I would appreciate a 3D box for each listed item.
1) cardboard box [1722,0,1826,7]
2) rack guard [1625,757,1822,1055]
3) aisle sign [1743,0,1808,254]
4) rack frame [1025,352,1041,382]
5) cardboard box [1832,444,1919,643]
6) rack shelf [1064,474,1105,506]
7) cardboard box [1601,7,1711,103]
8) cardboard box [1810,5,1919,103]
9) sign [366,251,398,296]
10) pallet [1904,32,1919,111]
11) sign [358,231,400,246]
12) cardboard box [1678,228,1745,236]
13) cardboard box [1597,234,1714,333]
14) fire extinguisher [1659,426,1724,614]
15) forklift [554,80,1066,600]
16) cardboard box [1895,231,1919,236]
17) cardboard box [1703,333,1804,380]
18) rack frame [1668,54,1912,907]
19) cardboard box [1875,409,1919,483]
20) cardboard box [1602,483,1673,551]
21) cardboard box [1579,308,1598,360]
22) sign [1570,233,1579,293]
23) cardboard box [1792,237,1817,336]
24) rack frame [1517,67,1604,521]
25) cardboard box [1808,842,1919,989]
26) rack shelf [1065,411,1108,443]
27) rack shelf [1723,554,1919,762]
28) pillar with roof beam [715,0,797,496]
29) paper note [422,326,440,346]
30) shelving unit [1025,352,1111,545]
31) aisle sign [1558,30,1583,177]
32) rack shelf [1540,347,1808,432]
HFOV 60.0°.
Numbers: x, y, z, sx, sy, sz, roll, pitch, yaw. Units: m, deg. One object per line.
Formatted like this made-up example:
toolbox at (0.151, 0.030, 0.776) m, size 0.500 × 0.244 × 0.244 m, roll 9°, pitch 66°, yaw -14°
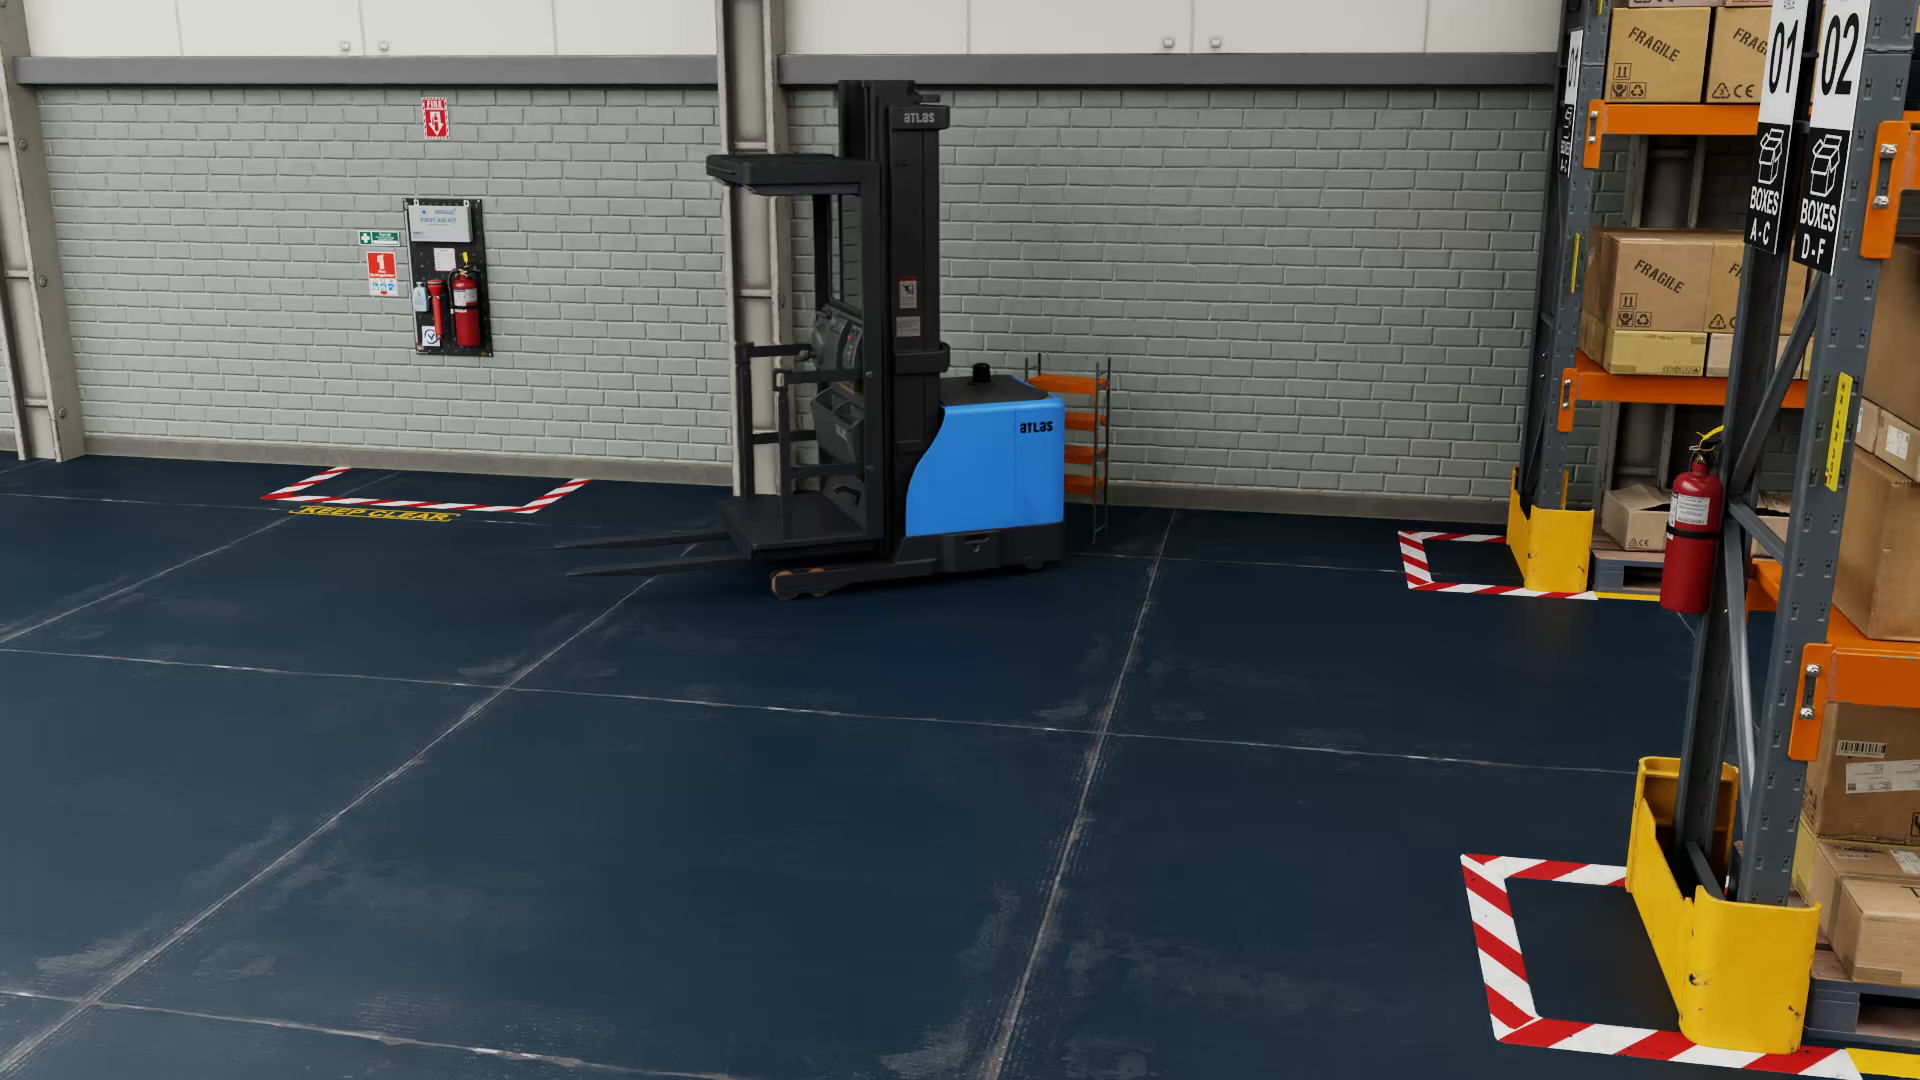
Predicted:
cardboard box at (4.396, -3.153, 9.038) m, size 0.500 × 0.500 × 0.500 m, roll 3°, pitch 16°, yaw 10°
rack guard at (2.579, 1.208, 5.695) m, size 0.348 × 0.500 × 1.175 m, roll 3°, pitch 16°, yaw 11°
aisle sign at (2.596, -1.329, 5.300) m, size 0.004 × 0.787 × 0.394 m, roll 3°, pitch 16°, yaw 11°
rack frame at (0.478, -0.629, 11.016) m, size 0.015 × 1.200 × 0.240 m, roll 7°, pitch 17°, yaw 24°
cardboard box at (3.057, -0.016, 5.242) m, size 0.500 × 0.500 × 0.700 m, roll 3°, pitch 16°, yaw 11°
rack shelf at (0.700, -0.345, 10.987) m, size 0.480 × 0.148 × 0.258 m, roll 7°, pitch 17°, yaw 24°
cardboard box at (3.864, -2.712, 9.319) m, size 0.500 × 0.500 × 0.500 m, roll 4°, pitch 16°, yaw 13°
cardboard box at (4.892, -2.647, 9.086) m, size 0.500 × 0.500 × 0.500 m, roll 4°, pitch 16°, yaw 14°
sign at (-4.371, -2.015, 12.580) m, size 0.234 × 0.329 × 0.001 m, roll 3°, pitch 16°, yaw 11°
pallet at (3.290, -1.354, 4.808) m, size 1.213 × 0.211 × 1.003 m, roll 3°, pitch 16°, yaw 11°
sign at (-4.368, -2.268, 12.500) m, size 0.331 × 0.109 × 0.001 m, roll 3°, pitch 16°, yaw 11°
cardboard box at (4.581, -1.592, 9.957) m, size 0.500 × 0.500 × 0.500 m, roll 3°, pitch 16°, yaw 12°
cardboard box at (3.994, -1.486, 9.577) m, size 0.500 × 0.500 × 0.500 m, roll 3°, pitch 16°, yaw 11°
fire extinguisher at (2.579, -0.086, 5.829) m, size 0.183 × 0.674 × 0.296 m, roll 3°, pitch 16°, yaw 11°
forklift at (-0.919, -1.220, 9.907) m, size 3.031 × 2.935 × 1.130 m, roll -5°, pitch 16°, yaw -19°
cardboard box at (5.582, -1.538, 9.765) m, size 0.500 × 0.500 × 0.500 m, roll 3°, pitch 16°, yaw 12°
cardboard box at (4.512, -1.096, 9.573) m, size 0.500 × 0.250 × 0.500 m, roll 3°, pitch 16°, yaw 9°
rack frame at (2.602, 0.004, 5.357) m, size 0.127 × 3.000 × 1.000 m, roll 3°, pitch 16°, yaw 11°
cardboard box at (2.944, -0.279, 4.978) m, size 0.250 × 0.149 × 0.380 m, roll 3°, pitch 16°, yaw 11°
cardboard box at (4.246, -0.147, 10.118) m, size 0.500 × 0.311 × 0.500 m, roll 1°, pitch 16°, yaw 5°
cardboard box at (4.082, -1.255, 10.146) m, size 0.500 × 0.250 × 0.500 m, roll 3°, pitch 16°, yaw 12°
sign at (3.478, -1.567, 9.408) m, size 0.005 × 0.325 × 0.100 m, roll 3°, pitch 16°, yaw 11°
cardboard box at (4.981, -1.428, 9.368) m, size 0.500 × 0.500 × 0.500 m, roll 3°, pitch 16°, yaw 9°
rack frame at (3.586, -1.292, 10.036) m, size 0.127 × 3.000 × 1.000 m, roll 3°, pitch 16°, yaw 11°
cardboard box at (3.083, 1.214, 5.355) m, size 0.500 × 0.250 × 0.500 m, roll 3°, pitch 16°, yaw 11°
rack shelf at (0.700, -0.752, 10.875) m, size 0.480 × 0.148 × 0.258 m, roll 7°, pitch 17°, yaw 24°
rack shelf at (4.562, 0.458, 5.069) m, size 4.000 × 0.370 × 1.077 m, roll 3°, pitch 16°, yaw 11°
pillar with roof beam at (-2.293, -3.565, 7.004) m, size 0.400 × 9.000 × 9.100 m, roll 3°, pitch 16°, yaw 11°
paper note at (-4.009, -1.544, 12.598) m, size 0.142 × 0.148 × 0.016 m, roll 3°, pitch 16°, yaw 11°
shelving unit at (0.700, -0.602, 10.916) m, size 0.503 × 1.200 × 0.258 m, roll 7°, pitch 17°, yaw 24°
aisle sign at (3.455, -2.470, 9.419) m, size 0.004 × 0.787 × 0.394 m, roll 3°, pitch 16°, yaw 11°
rack shelf at (5.546, -0.838, 9.748) m, size 4.000 × 0.370 × 1.077 m, roll 3°, pitch 16°, yaw 11°
